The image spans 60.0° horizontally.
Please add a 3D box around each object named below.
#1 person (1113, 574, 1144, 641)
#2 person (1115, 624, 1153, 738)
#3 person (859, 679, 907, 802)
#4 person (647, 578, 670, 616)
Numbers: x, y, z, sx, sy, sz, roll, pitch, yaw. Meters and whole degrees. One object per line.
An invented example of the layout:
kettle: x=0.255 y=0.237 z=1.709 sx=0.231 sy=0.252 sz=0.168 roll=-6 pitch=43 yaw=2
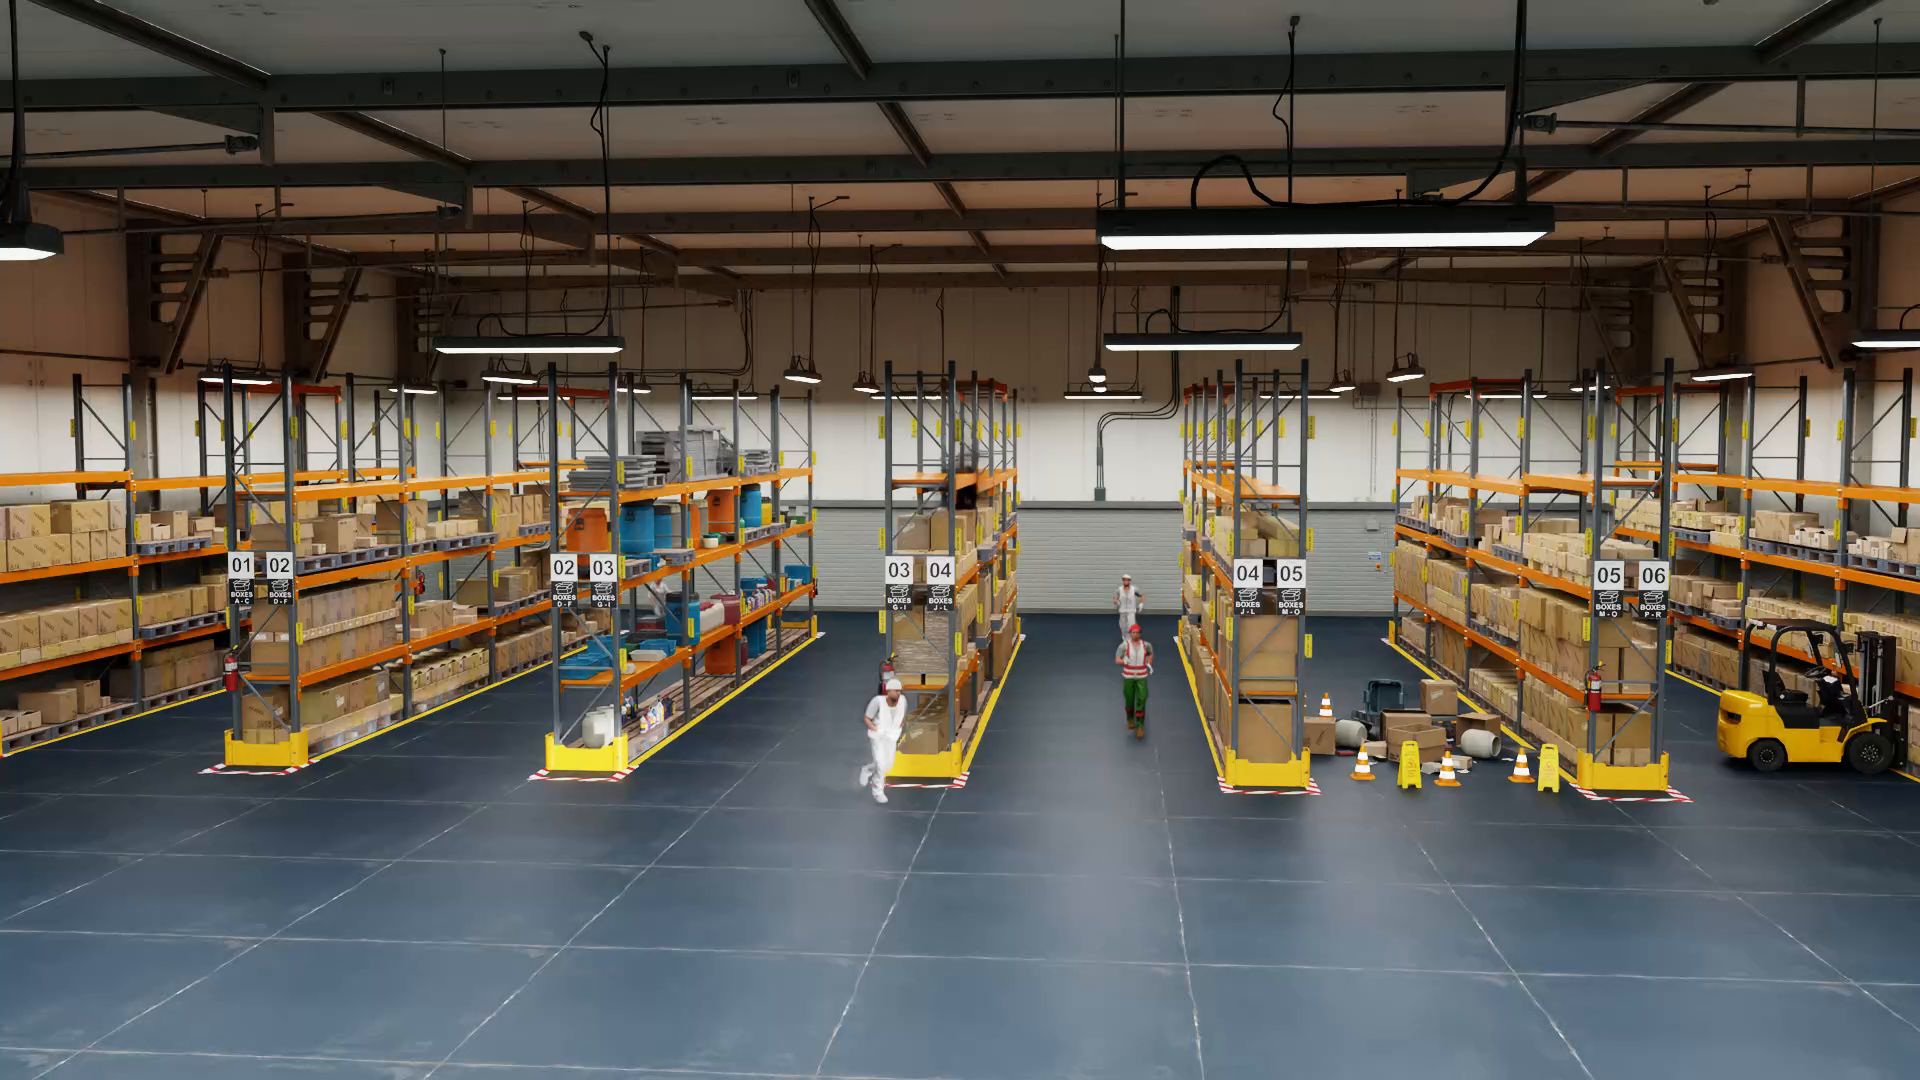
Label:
person: x=3.756 y=1.672 z=37.249 sx=0.662 sy=1.820 sz=0.796 roll=1 pitch=4 yaw=17
person: x=2.865 y=2.272 z=27.239 sx=0.645 sy=1.800 sz=0.903 roll=0 pitch=4 yaw=1
person: x=-1.044 y=2.690 z=22.598 sx=0.687 sy=1.679 sz=0.864 roll=-3 pitch=5 yaw=-35
person: x=-7.253 y=1.592 z=40.111 sx=0.562 sy=1.561 sz=0.671 roll=0 pitch=4 yaw=0
